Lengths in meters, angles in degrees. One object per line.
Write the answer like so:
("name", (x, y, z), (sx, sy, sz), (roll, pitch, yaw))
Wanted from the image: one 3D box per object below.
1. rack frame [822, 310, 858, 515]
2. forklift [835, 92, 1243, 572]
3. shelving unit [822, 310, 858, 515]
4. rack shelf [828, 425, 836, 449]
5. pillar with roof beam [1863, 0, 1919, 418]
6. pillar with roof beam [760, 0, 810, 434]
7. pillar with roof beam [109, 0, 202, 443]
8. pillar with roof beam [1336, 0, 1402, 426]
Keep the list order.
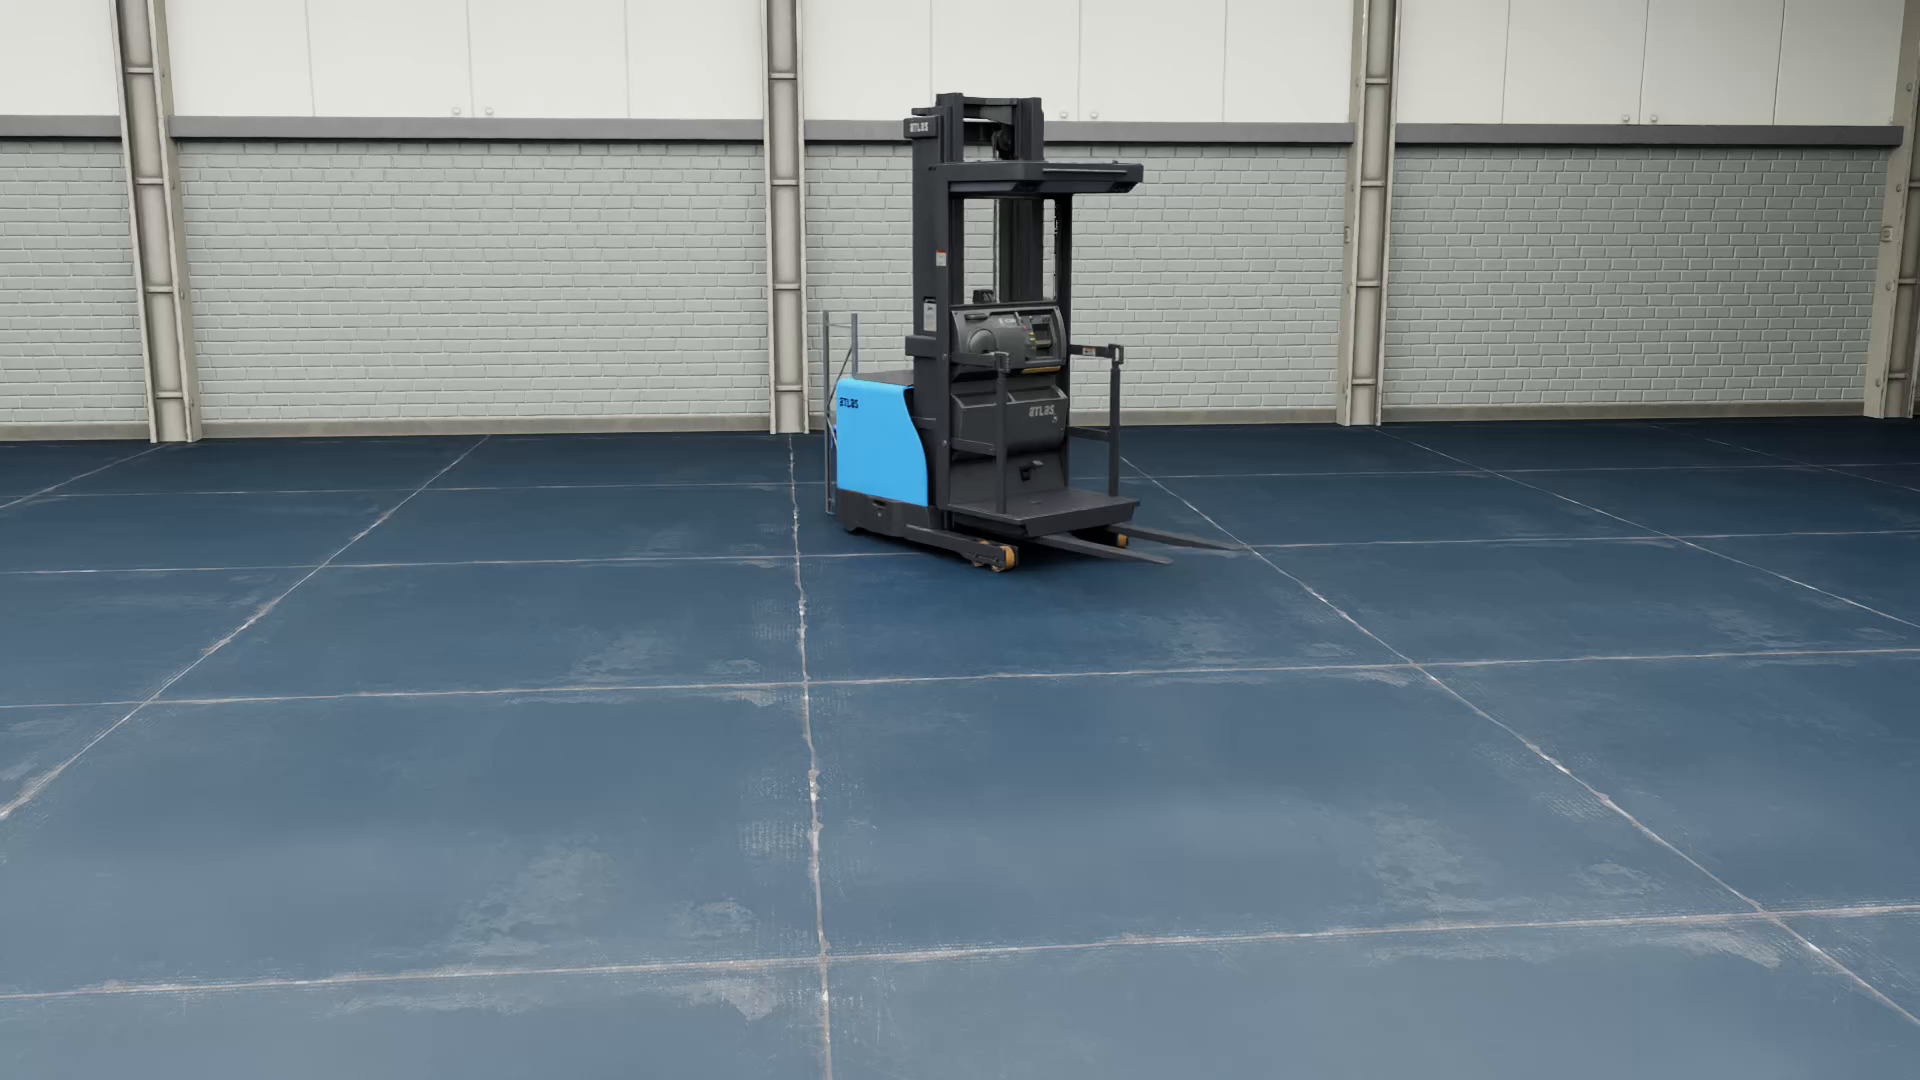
("rack frame", (-0.862, -0.901, 12.063), (0.032, 1.500, 0.500), (-7, 13, -30))
("forklift", (0.461, -1.349, 10.633), (1.130, 2.935, 3.031), (-9, 14, -39))
("shelving unit", (-0.426, -0.951, 12.320), (1.048, 1.500, 0.538), (-7, 13, -30))
("rack shelf", (-0.426, -0.775, 12.354), (1.000, 0.185, 0.538), (-7, 13, -30))
("pillar with roof beam", (10.654, -4.948, 13.208), (0.400, 9.000, 9.100), (-1, 11, -6))
("pillar with roof beam", (-1.276, -4.698, 11.936), (0.400, 9.000, 9.100), (-1, 11, -6))
("pillar with roof beam", (-7.241, -4.573, 11.300), (0.400, 9.000, 9.100), (-1, 11, -6))
("pillar with roof beam", (4.689, -4.823, 12.572), (0.400, 9.000, 9.100), (-1, 11, -6))
